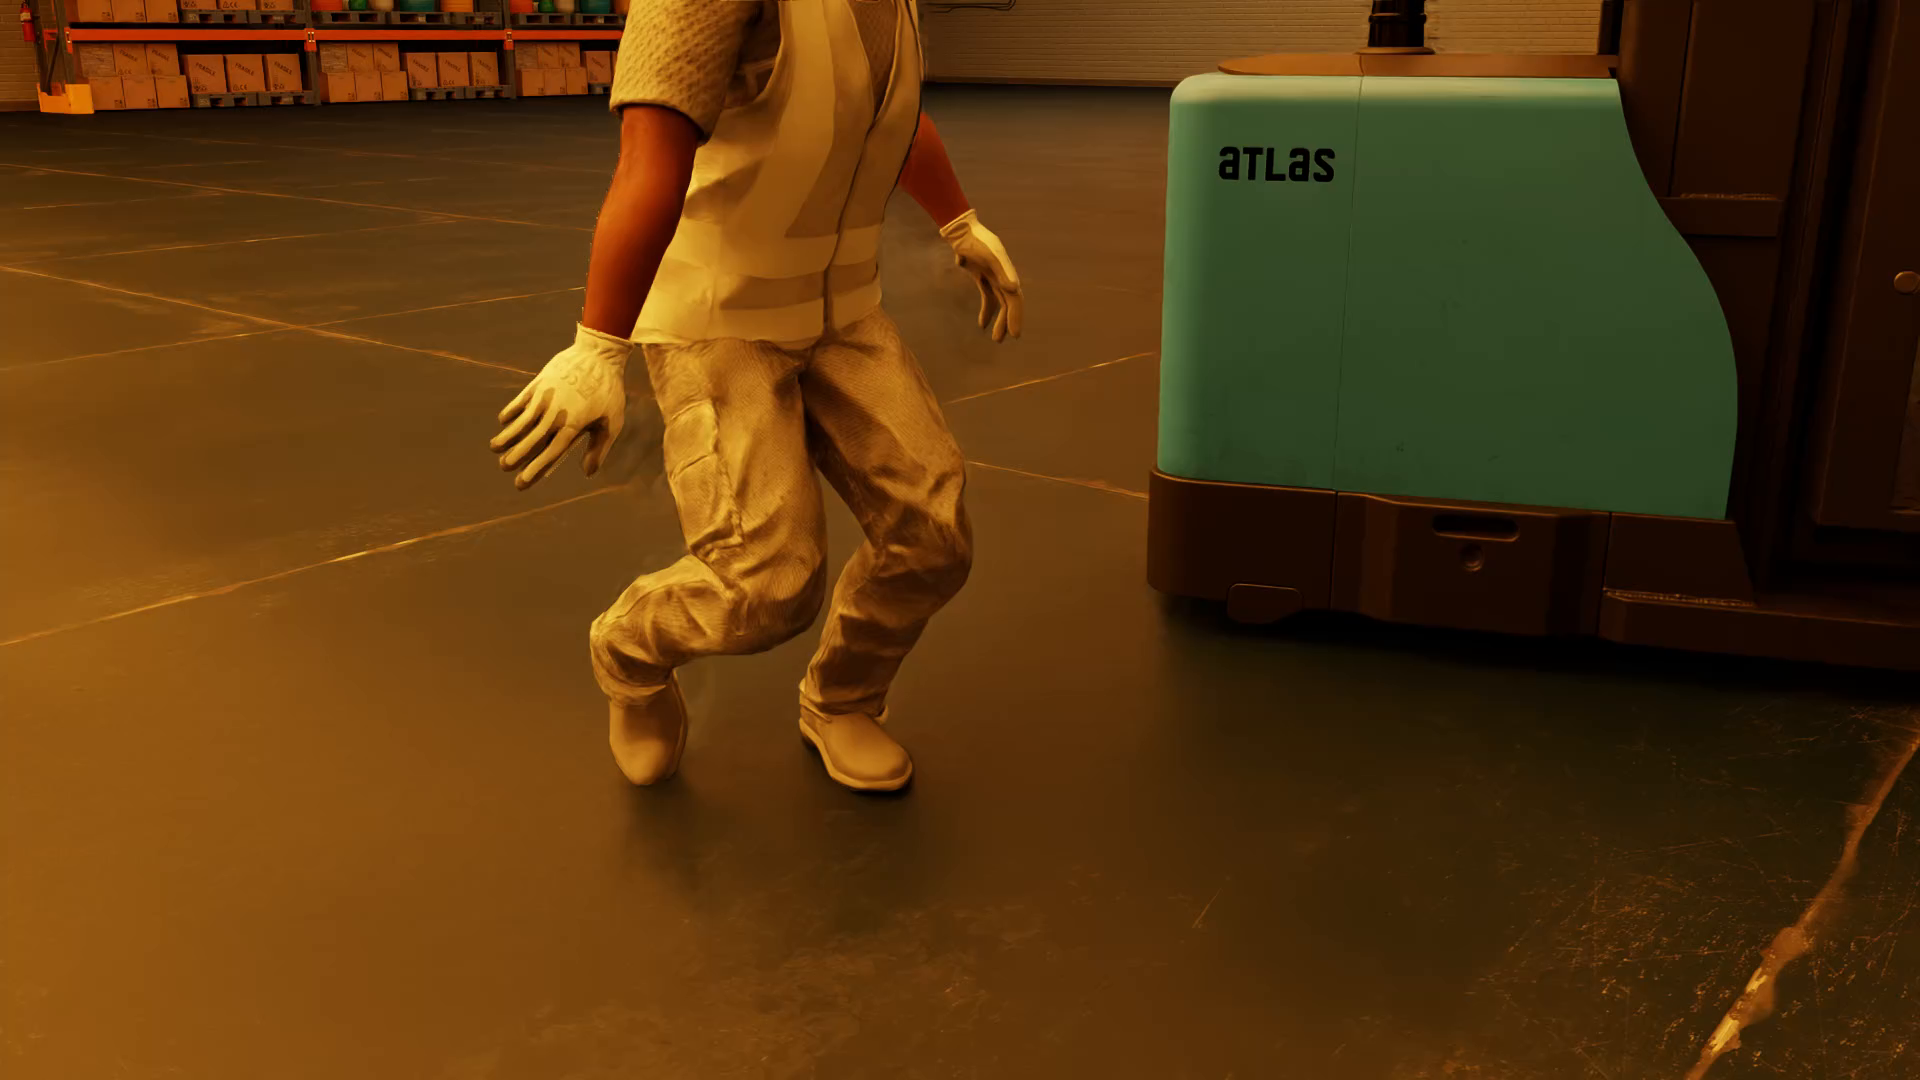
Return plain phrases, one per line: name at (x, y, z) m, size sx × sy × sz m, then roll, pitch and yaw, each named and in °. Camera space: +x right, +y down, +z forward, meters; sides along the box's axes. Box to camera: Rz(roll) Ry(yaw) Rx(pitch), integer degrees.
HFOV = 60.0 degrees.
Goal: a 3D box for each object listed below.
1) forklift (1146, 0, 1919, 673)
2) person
forklift at (1.958, -1.242, 2.989) m, size 3.031 × 2.935 × 1.130 m, roll 5°, pitch 18°, yaw 16°
person at (-0.303, -0.345, 2.423) m, size 0.586 × 1.593 × 0.959 m, roll 13°, pitch 21°, yaw 37°
